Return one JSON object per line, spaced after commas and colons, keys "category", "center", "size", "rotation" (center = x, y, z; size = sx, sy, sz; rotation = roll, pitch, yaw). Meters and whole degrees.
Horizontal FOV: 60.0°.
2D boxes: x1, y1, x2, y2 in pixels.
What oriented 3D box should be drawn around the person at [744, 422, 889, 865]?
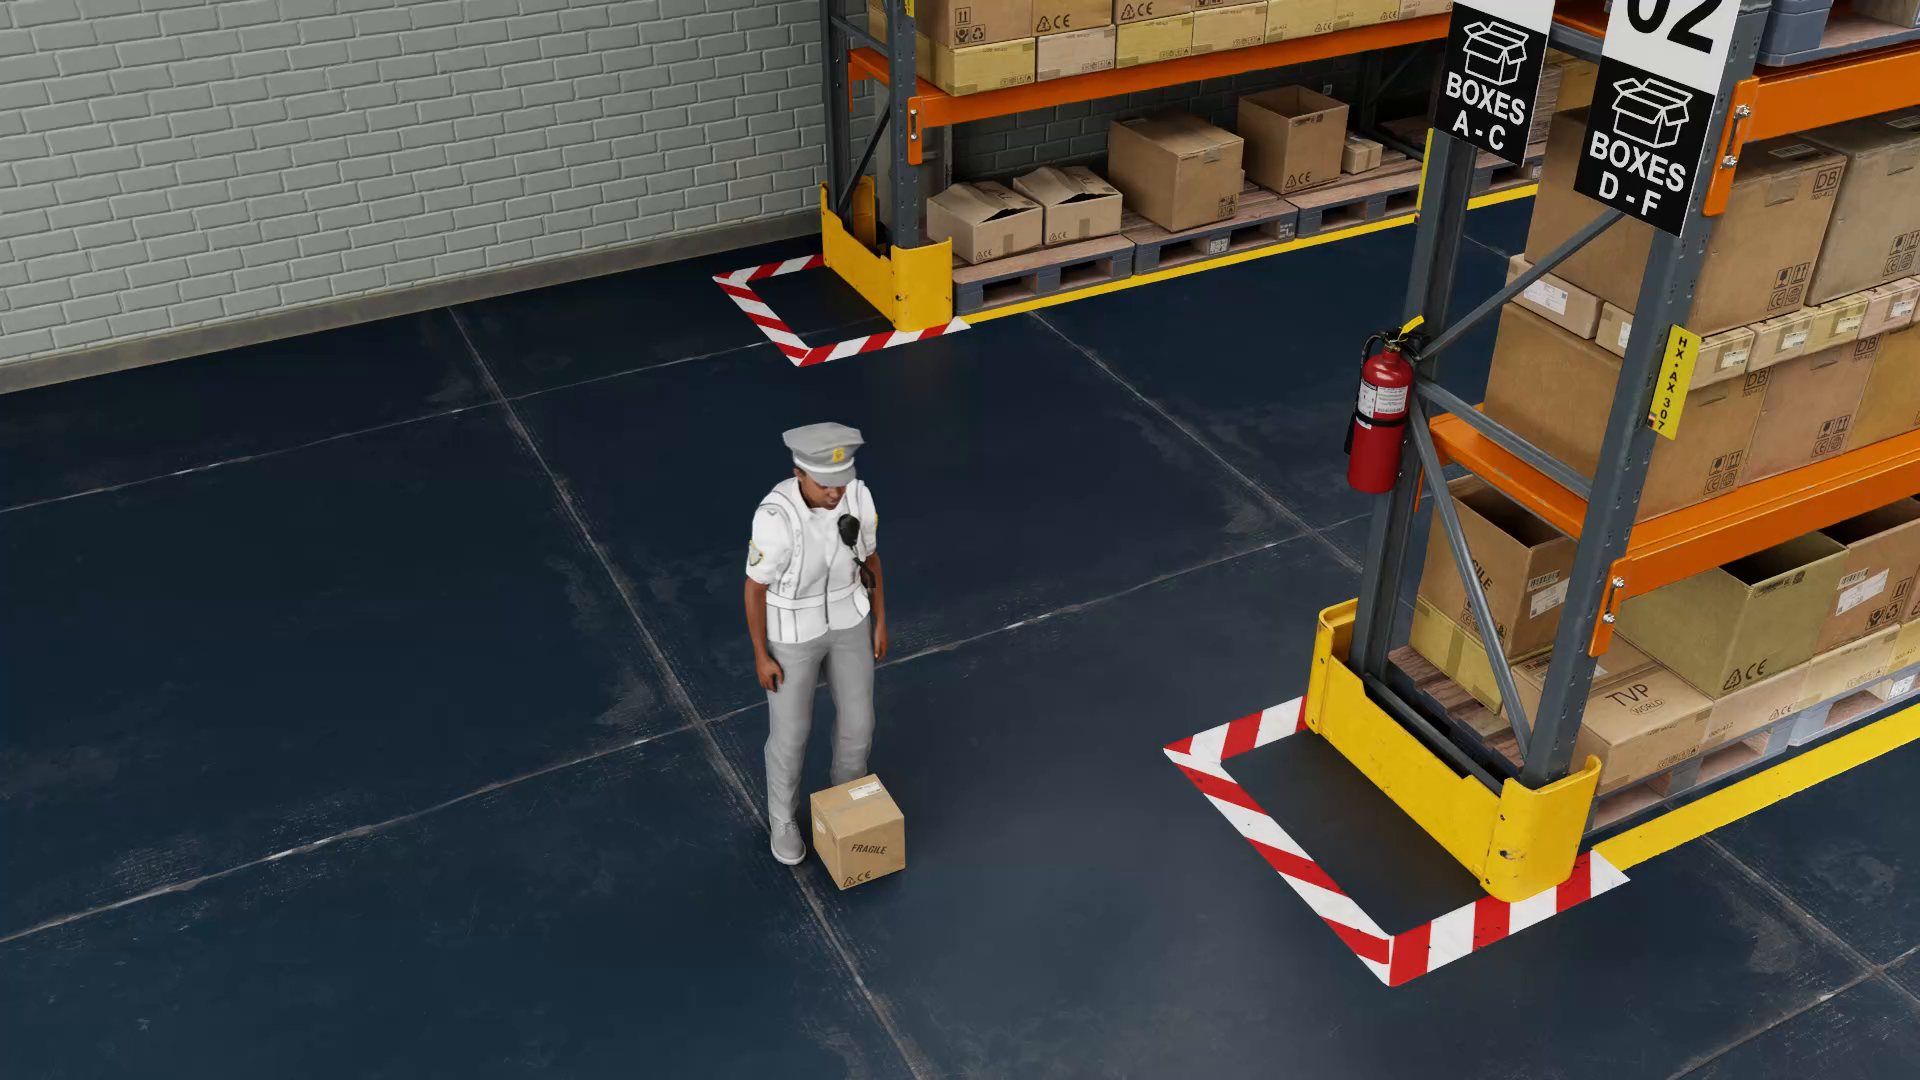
{"category": "person", "center": [-0.481, 0.329, 5.638], "size": [0.508, 1.659, 0.395], "rotation": [-16, 37, -23]}
